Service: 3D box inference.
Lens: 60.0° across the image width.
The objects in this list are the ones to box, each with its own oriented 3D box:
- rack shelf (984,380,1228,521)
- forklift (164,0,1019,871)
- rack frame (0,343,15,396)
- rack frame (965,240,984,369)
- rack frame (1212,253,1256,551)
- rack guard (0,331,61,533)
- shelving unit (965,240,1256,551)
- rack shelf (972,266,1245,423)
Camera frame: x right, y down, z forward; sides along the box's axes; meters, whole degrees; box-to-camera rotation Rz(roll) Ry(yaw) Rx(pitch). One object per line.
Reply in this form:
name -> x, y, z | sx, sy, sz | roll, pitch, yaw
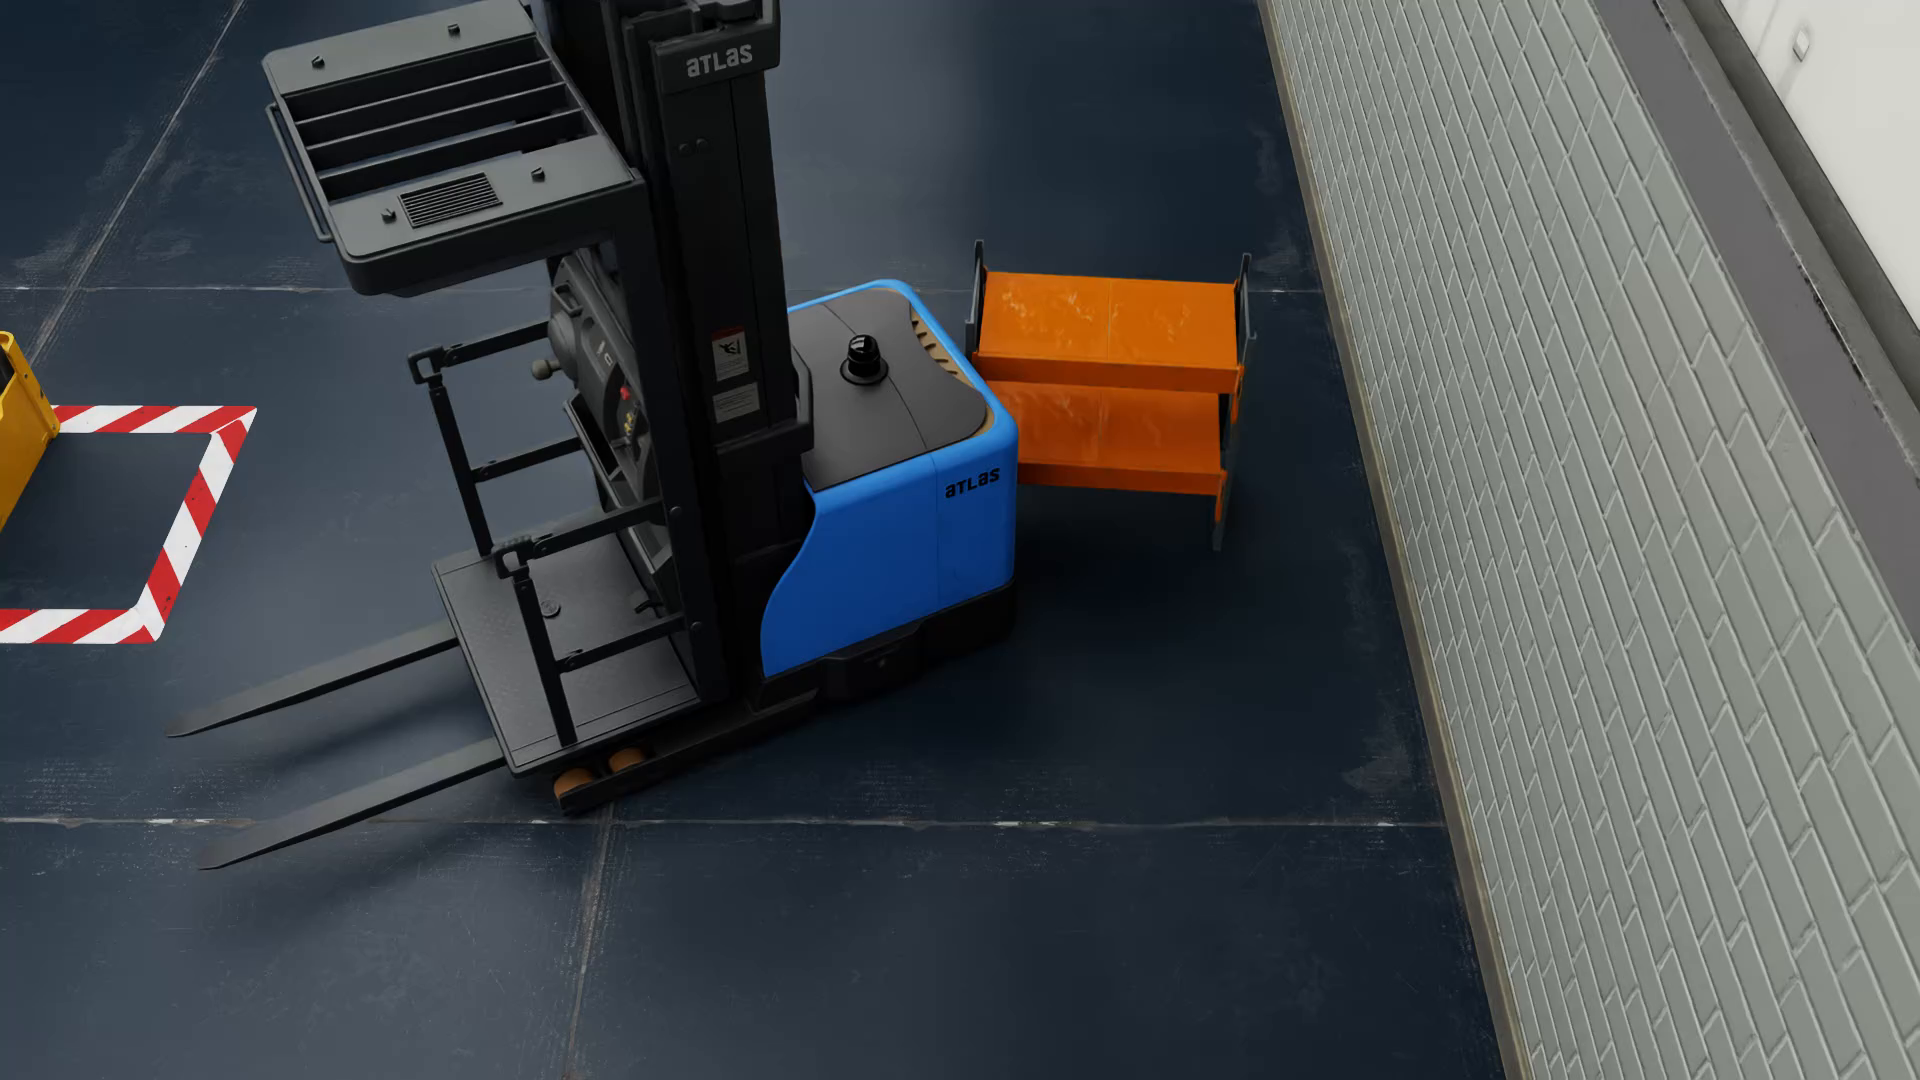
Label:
rack shelf -> 0.562, -0.386, 6.756 | 1.000, 0.278, 0.538 | 3, 47, 3
forklift -> -1.331, -0.475, 5.271 | 3.031, 2.935, 1.130 | -21, 50, -18
rack frame -> -4.039, -1.127, 5.831 | 0.127, 3.000, 1.000 | 0, 47, 0
rack frame -> 0.055, -0.583, 6.605 | 0.032, 1.125, 0.500 | 3, 47, 3
rack frame -> 1.069, -0.522, 6.548 | 0.032, 1.125, 0.500 | 3, 47, 3
rack guard -> -4.115, -0.276, 6.746 | 0.348, 0.500, 1.175 | 0, 47, 0
shelving unit -> 0.562, -0.553, 6.577 | 1.048, 1.125, 0.538 | 3, 47, 3
rack shelf -> 0.562, -0.752, 6.363 | 1.000, 0.278, 0.538 | 3, 47, 3
